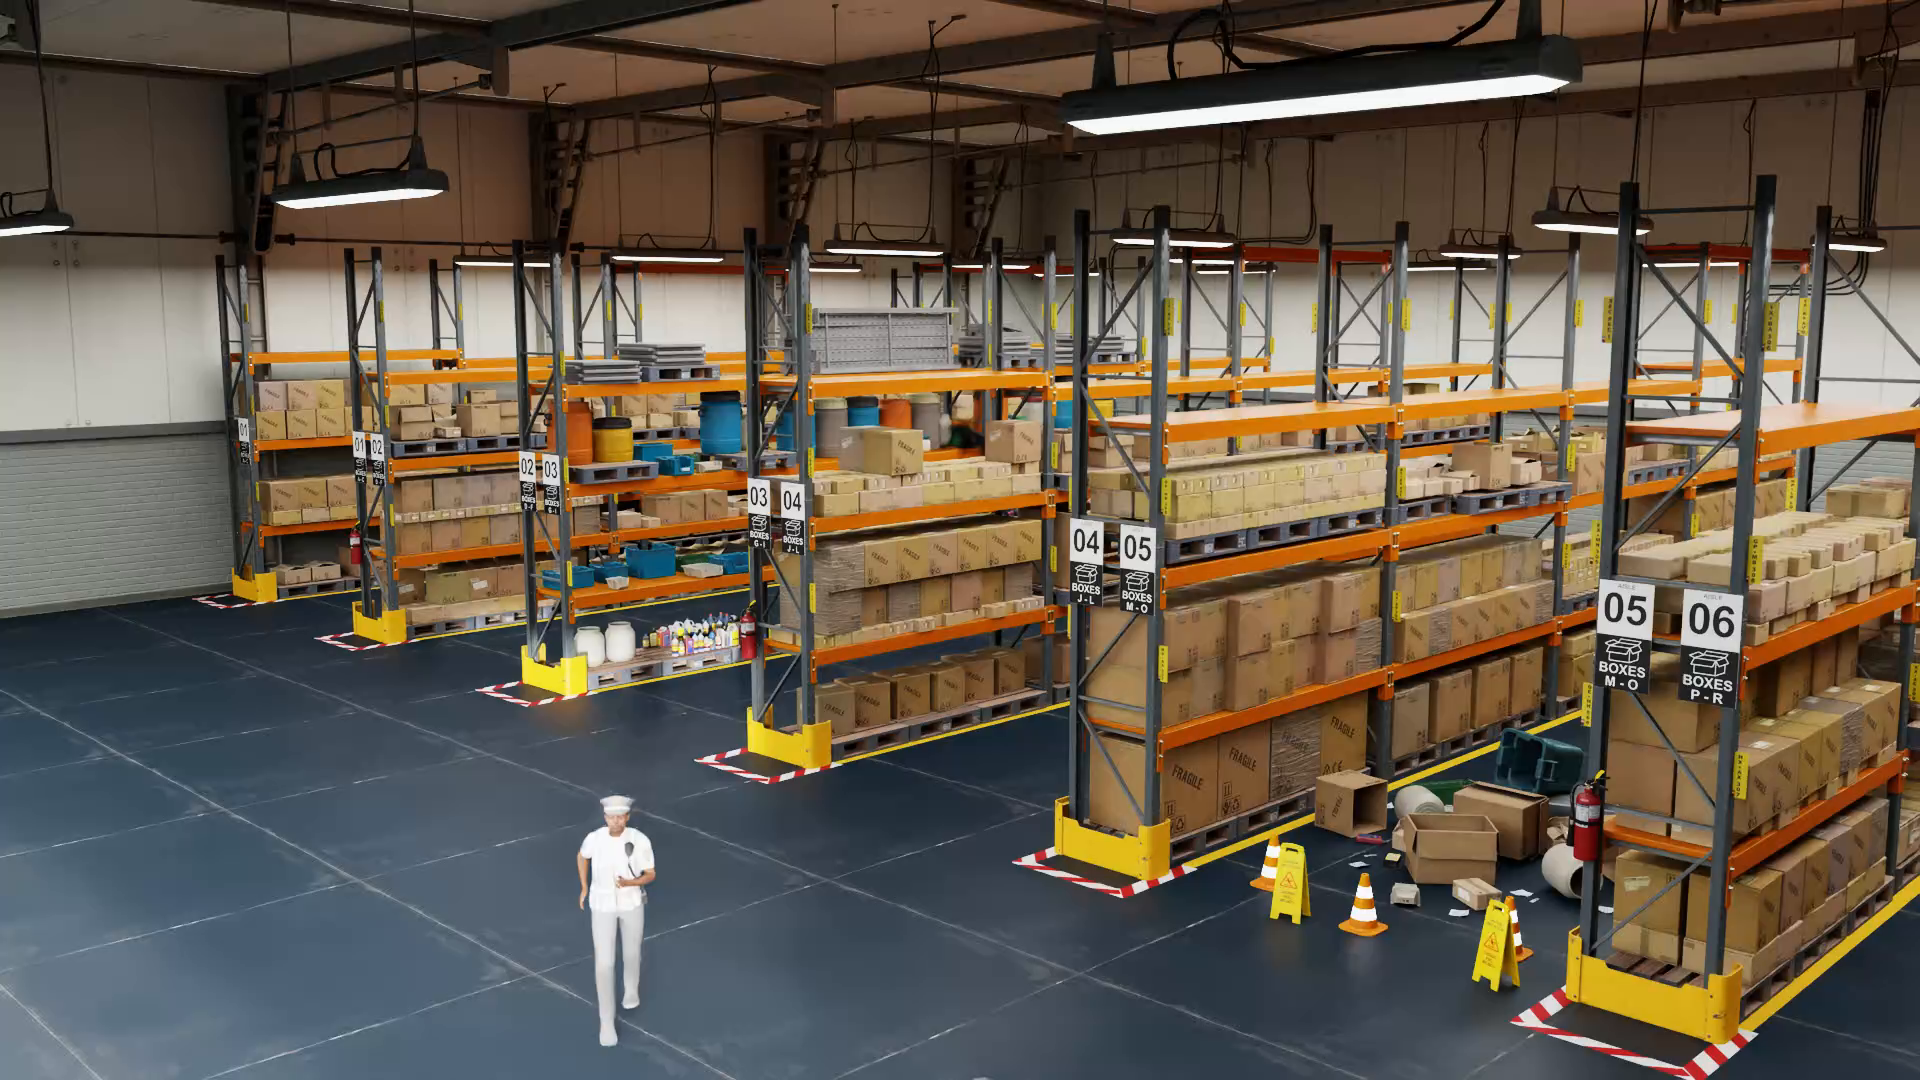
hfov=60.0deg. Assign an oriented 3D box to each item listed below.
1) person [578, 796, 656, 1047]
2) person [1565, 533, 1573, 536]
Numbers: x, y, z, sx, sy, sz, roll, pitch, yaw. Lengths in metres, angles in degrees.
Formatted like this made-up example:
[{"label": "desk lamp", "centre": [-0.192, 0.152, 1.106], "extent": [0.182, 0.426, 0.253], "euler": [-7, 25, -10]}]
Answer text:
[{"label": "person", "centre": [-2.450, 2.657, 11.902], "extent": [0.549, 1.756, 0.778], "euler": [-2, 8, -11]}, {"label": "person", "centre": [9.393, 0.697, 25.918], "extent": [0.560, 1.627, 0.568], "euler": [-8, 11, -44]}]
